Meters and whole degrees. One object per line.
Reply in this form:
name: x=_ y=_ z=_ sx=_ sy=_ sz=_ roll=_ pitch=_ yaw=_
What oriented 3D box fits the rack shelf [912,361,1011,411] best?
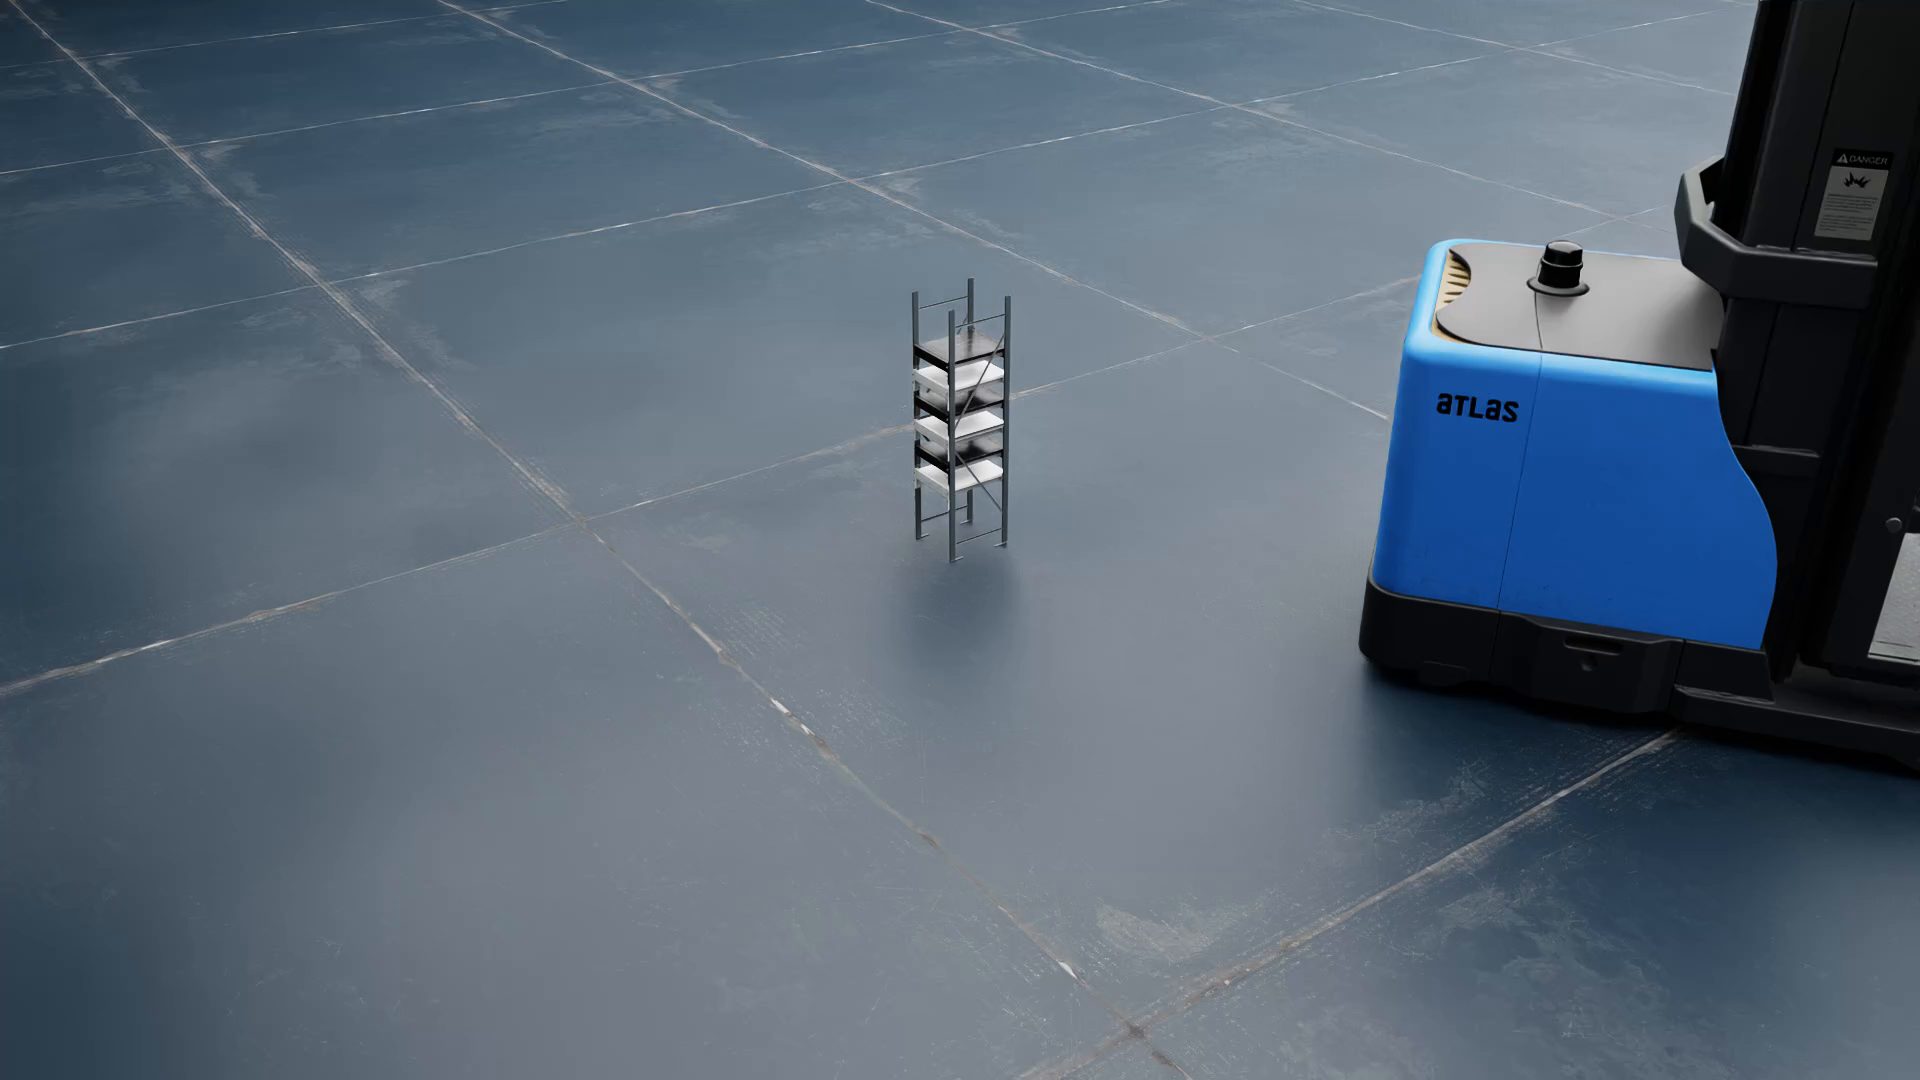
rack shelf: x=0.005 y=-0.521 z=5.459 sx=0.258 sy=0.077 sz=0.200 roll=-19 pitch=34 yaw=-31

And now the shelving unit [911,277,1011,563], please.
shelving unit: x=0.005 y=-0.392 z=5.529 sx=0.258 sy=0.900 sz=0.210 roll=-19 pitch=34 yaw=-31

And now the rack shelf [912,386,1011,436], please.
rack shelf: x=0.005 y=-0.442 z=5.502 sx=0.258 sy=0.077 sz=0.200 roll=-19 pitch=34 yaw=-31

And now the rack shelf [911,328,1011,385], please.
rack shelf: x=0.005 y=-0.600 z=5.416 sx=0.258 sy=0.077 sz=0.200 roll=-19 pitch=34 yaw=-31

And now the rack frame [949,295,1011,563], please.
rack frame: x=0.064 y=-0.353 z=5.457 sx=0.240 sy=0.900 sz=0.006 roll=-19 pitch=34 yaw=-31

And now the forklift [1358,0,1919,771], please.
forklift: x=2.775 y=-0.876 z=4.292 sx=3.031 sy=2.935 sz=1.130 roll=9 pitch=30 yaw=16

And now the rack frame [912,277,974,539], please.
rack frame: x=-0.054 y=-0.432 z=5.602 sx=0.240 sy=0.900 sz=0.006 roll=-19 pitch=34 yaw=-31

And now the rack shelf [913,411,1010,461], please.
rack shelf: x=0.005 y=-0.363 z=5.545 sx=0.258 sy=0.077 sz=0.200 roll=-19 pitch=34 yaw=-31

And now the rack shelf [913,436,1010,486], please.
rack shelf: x=0.005 y=-0.284 z=5.588 sx=0.258 sy=0.077 sz=0.200 roll=-19 pitch=34 yaw=-31

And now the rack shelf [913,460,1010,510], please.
rack shelf: x=0.005 y=-0.205 z=5.631 sx=0.258 sy=0.077 sz=0.200 roll=-19 pitch=34 yaw=-31
